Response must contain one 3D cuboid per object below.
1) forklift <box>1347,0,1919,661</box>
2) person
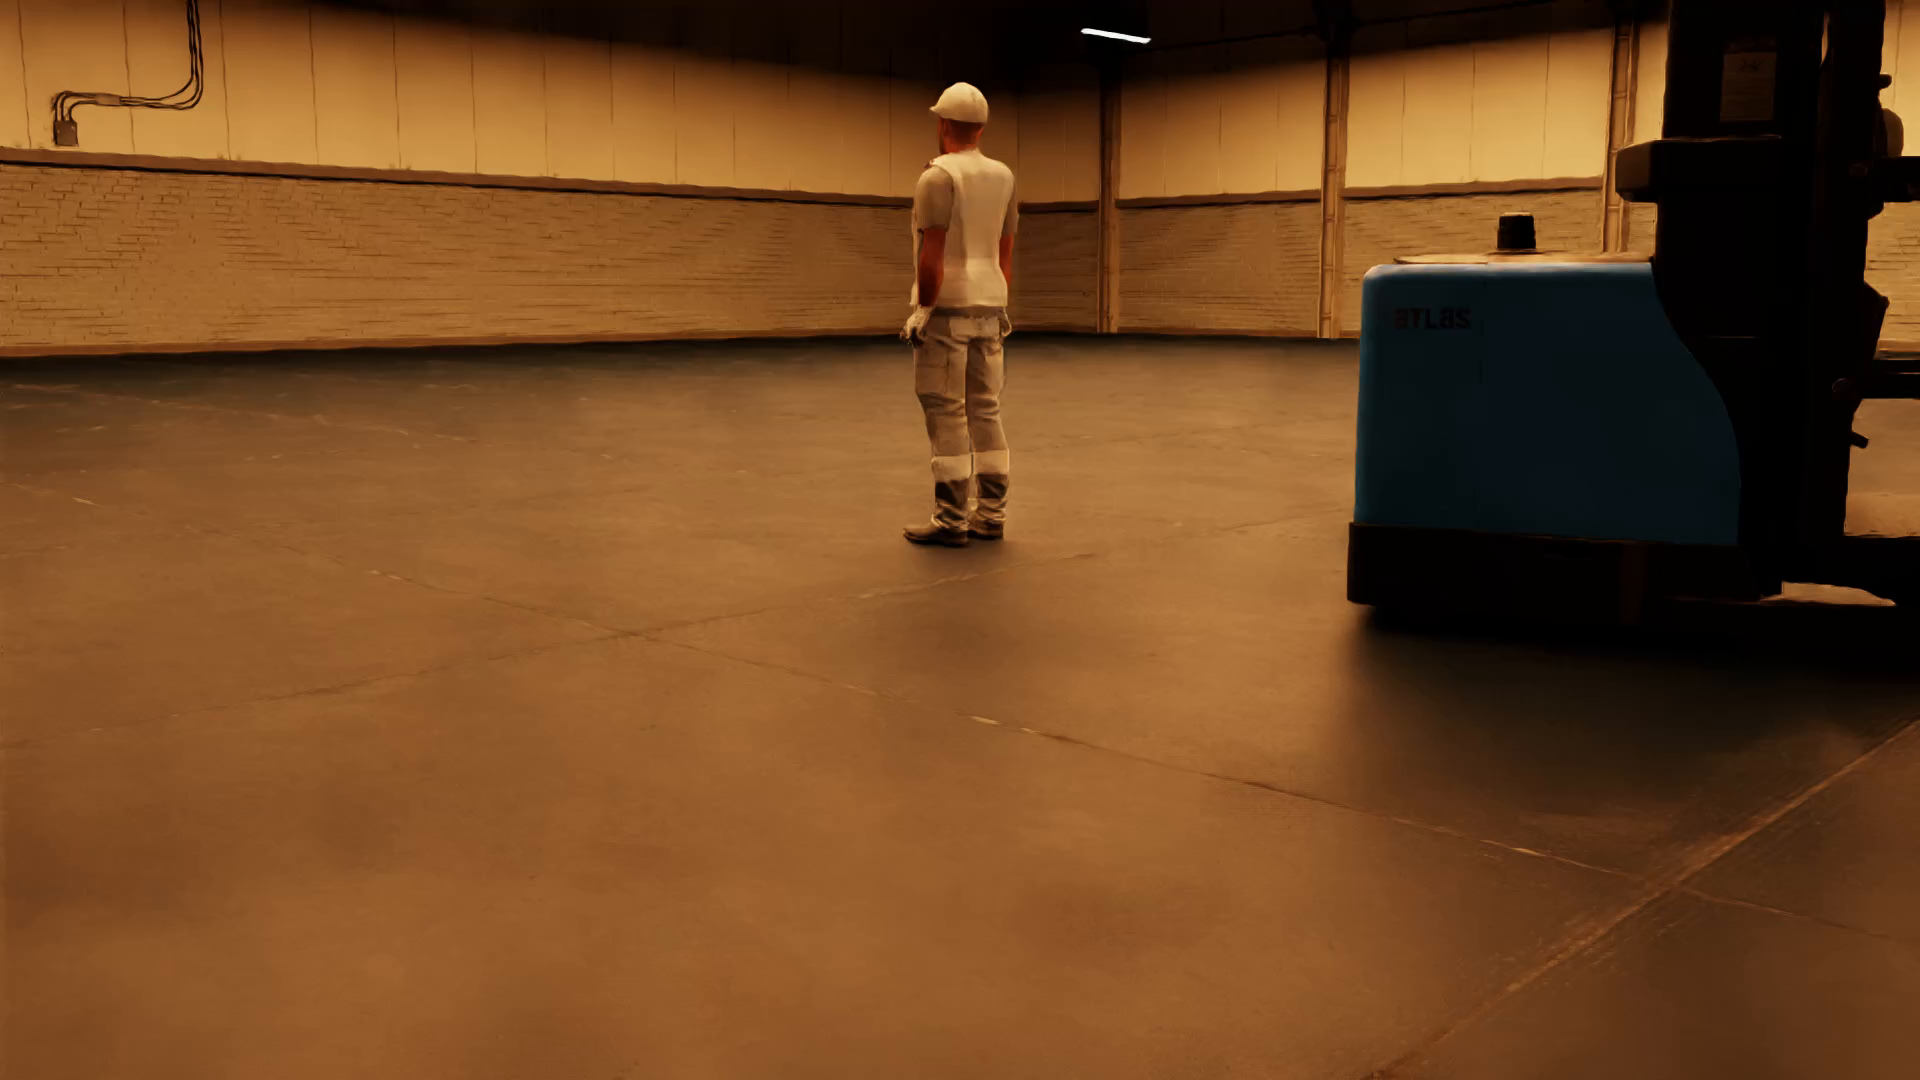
[{"bbox_3d":[2.736,-1.169,4.634,3.031,2.935,1.130,4,9,24],"label":"forklift"},{"bbox_3d":[-0.016,-0.888,6.598,0.349,1.795,0.540,8,12,43],"label":"person"}]
